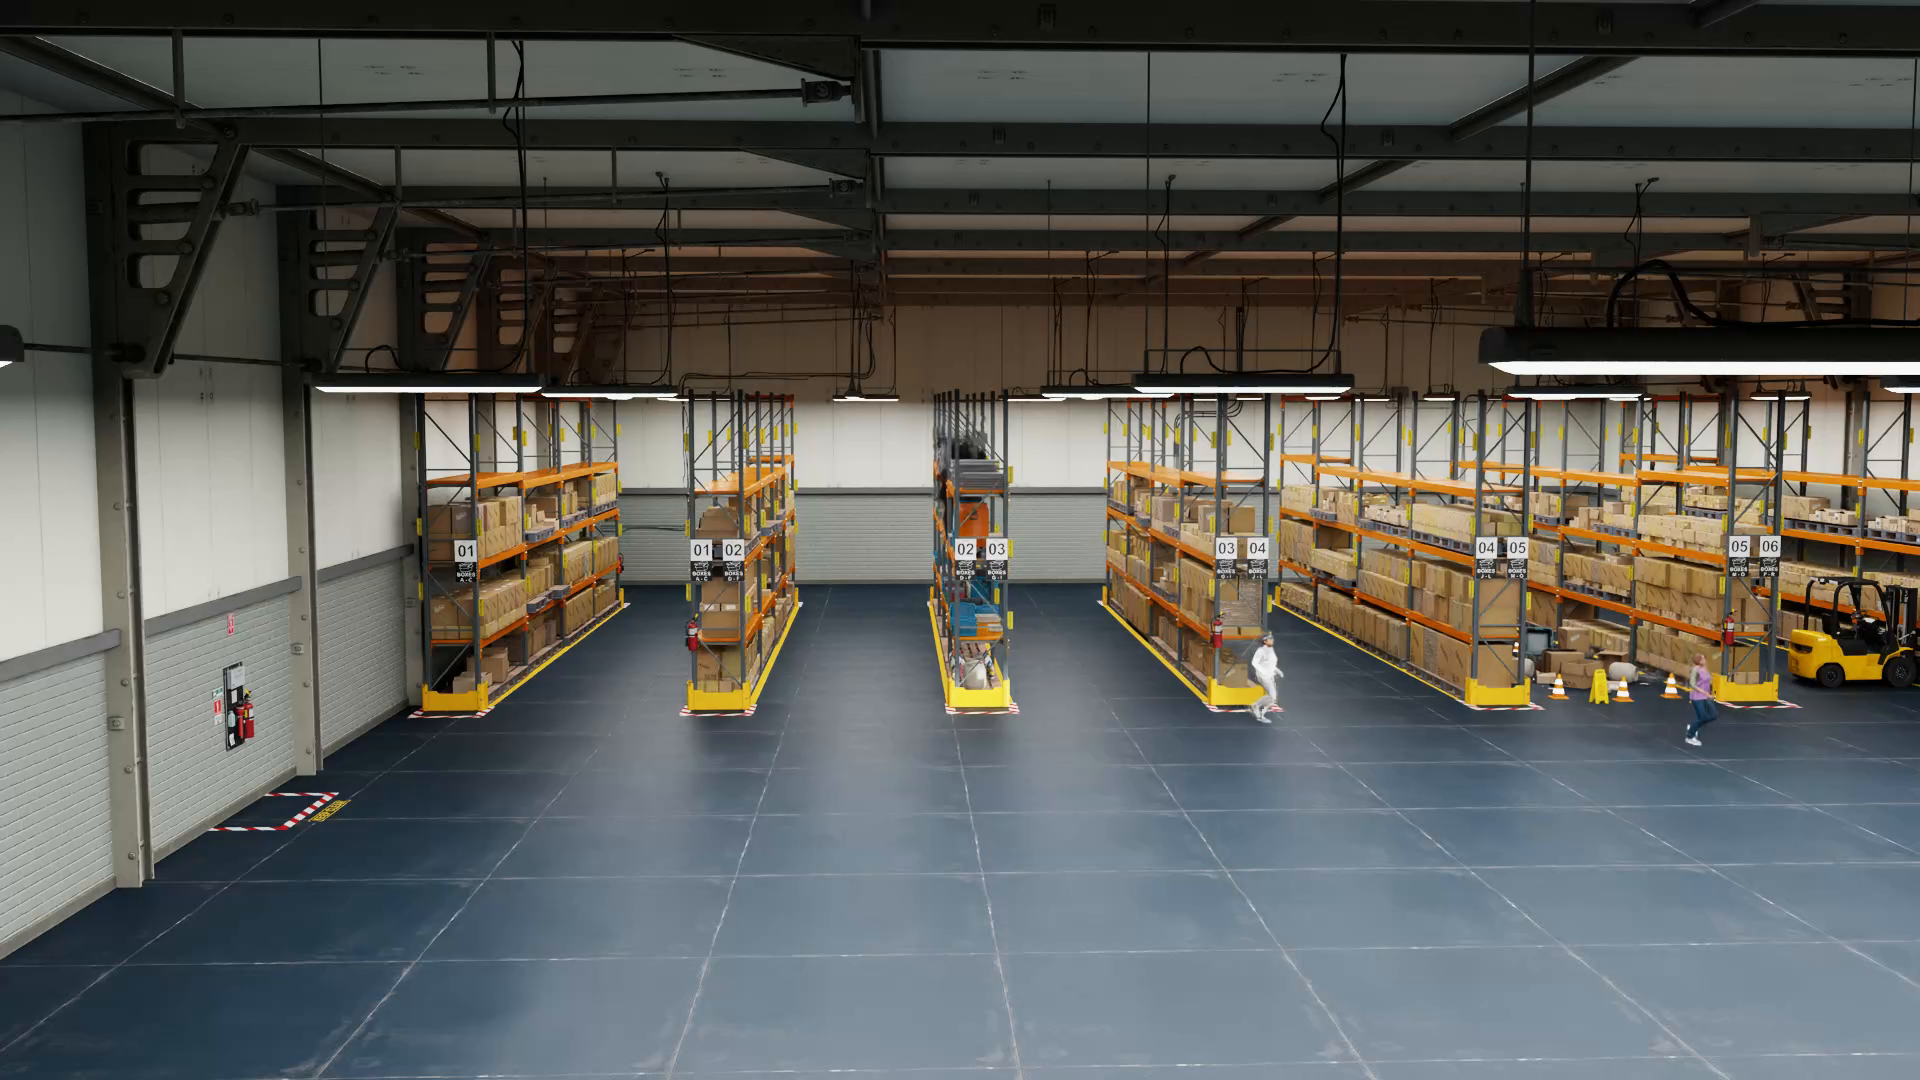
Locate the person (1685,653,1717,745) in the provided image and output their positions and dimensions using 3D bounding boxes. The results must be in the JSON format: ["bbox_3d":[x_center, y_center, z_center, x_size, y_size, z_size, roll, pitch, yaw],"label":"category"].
[{"bbox_3d":[12.466,2.669,27.952,0.552,1.560,0.500,-4,6,-42],"label":"person"}]

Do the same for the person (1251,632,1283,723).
[{"bbox_3d":[5.527,2.467,29.958,0.516,1.661,0.587,4,6,39],"label":"person"}]
